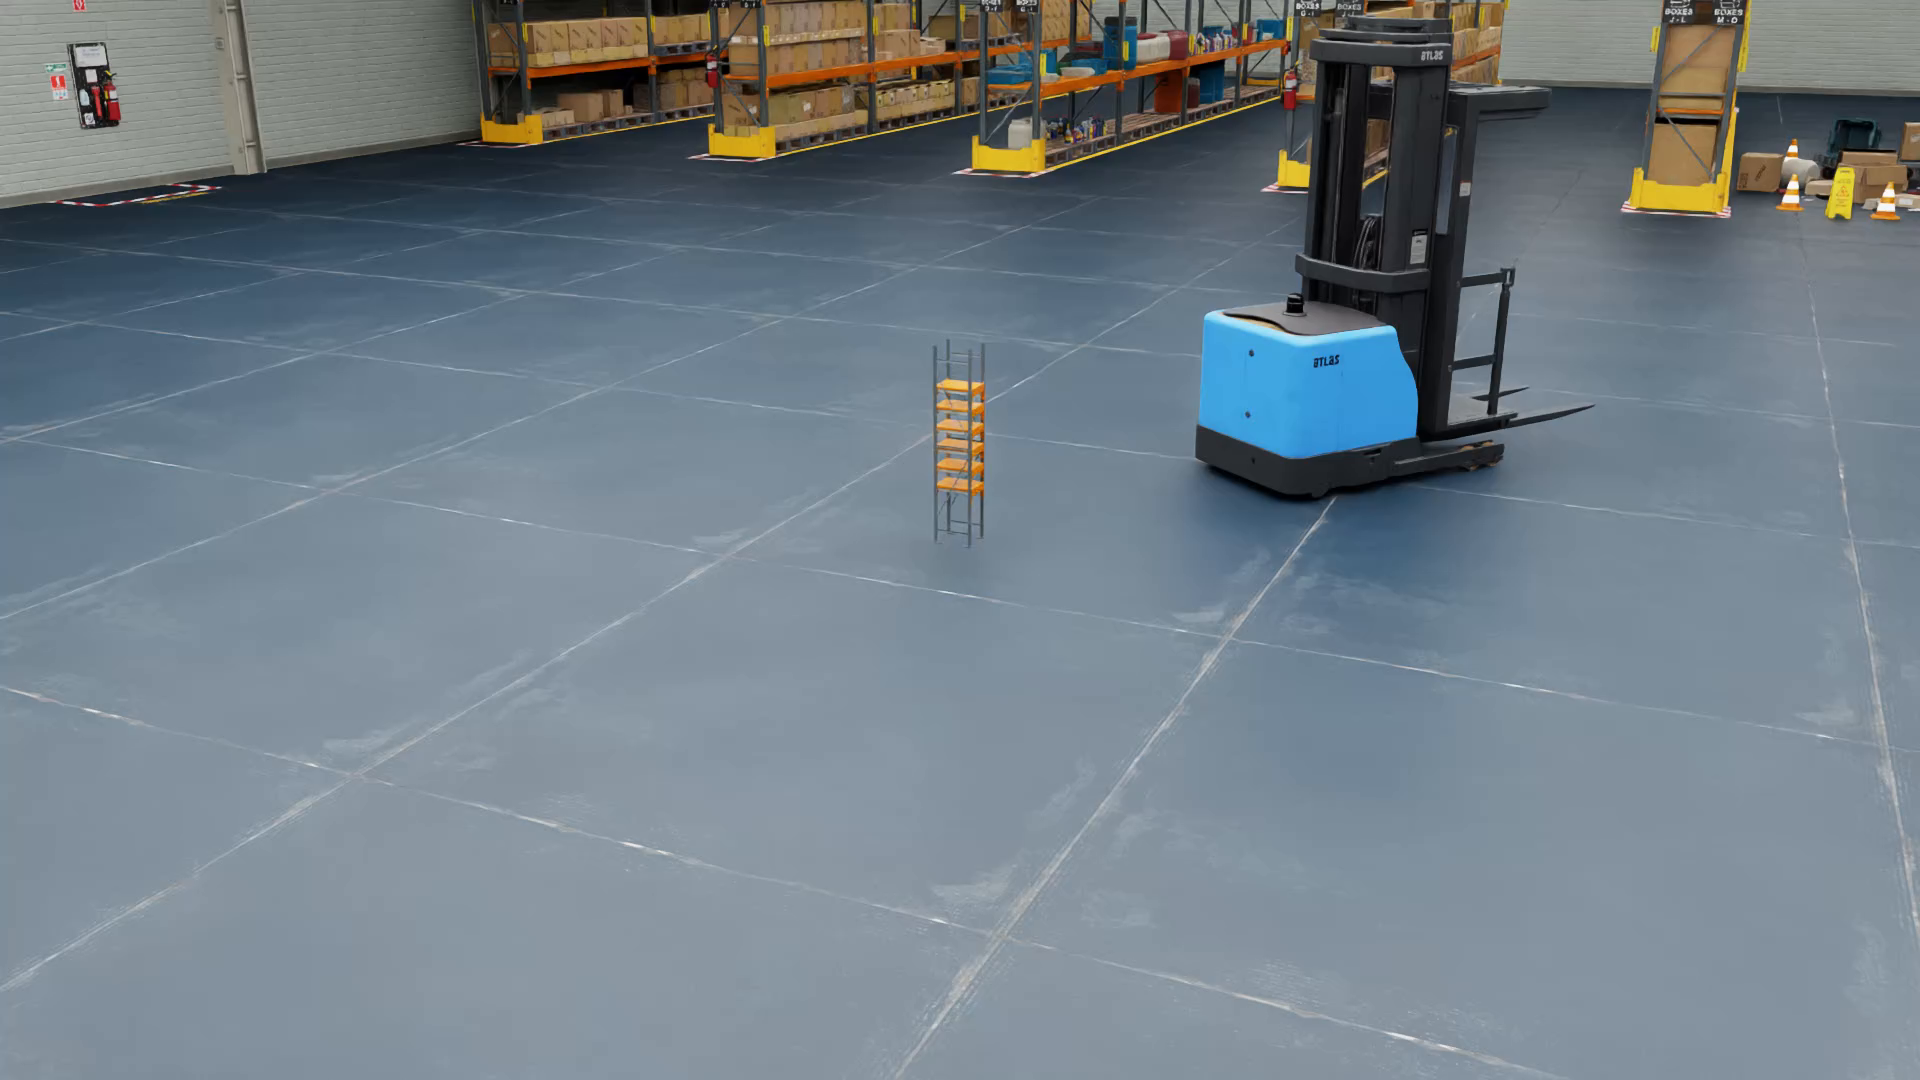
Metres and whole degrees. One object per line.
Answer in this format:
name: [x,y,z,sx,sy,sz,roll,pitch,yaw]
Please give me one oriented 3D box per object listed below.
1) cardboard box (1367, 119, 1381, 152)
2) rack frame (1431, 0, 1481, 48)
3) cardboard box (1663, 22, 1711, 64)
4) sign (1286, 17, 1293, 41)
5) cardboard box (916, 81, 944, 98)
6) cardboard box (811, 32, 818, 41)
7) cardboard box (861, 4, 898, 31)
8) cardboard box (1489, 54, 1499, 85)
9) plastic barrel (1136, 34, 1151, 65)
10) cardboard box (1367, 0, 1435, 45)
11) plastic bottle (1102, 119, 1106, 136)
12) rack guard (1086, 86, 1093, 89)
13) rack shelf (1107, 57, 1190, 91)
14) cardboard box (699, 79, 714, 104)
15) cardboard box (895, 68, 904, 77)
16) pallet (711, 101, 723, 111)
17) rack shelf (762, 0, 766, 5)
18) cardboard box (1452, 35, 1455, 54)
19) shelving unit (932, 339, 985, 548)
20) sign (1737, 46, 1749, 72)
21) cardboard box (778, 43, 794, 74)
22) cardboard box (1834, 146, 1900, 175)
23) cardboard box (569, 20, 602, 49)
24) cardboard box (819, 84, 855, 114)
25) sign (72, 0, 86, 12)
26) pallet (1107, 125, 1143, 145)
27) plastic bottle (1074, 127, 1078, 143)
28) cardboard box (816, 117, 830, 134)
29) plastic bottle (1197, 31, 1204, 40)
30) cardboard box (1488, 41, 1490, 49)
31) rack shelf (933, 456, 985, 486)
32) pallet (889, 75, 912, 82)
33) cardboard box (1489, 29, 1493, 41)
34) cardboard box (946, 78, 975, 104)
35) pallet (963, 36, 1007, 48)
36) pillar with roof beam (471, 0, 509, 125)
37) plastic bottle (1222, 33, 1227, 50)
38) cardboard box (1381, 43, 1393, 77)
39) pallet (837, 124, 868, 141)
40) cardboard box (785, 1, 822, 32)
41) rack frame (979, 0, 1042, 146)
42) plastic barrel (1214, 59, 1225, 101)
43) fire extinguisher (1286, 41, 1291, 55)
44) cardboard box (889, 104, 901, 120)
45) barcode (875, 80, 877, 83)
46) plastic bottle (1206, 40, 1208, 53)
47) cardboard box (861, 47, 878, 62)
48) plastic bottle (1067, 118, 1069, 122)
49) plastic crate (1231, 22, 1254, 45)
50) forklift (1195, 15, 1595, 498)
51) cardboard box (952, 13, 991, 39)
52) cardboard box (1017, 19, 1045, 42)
cardboard box: [6.519,-6.620,27.211,0.500,0.500,0.500,17,26,40]
rack frame: [10.223,-10.339,34.563,1.000,3.000,0.127,9,21,23]
cardboard box: [10.121,-6.827,22.854,0.875,0.550,0.550,9,21,23]
sign: [4.811,-7.447,24.233,0.100,0.325,0.005,9,21,23]
cardboard box: [-0.648,-9.289,34.252,0.500,0.311,0.500,8,21,22]
cardboard box: [-2.740,-8.944,29.523,0.380,0.149,0.250,9,21,23]
cardboard box: [-2.183,-13.361,42.613,0.980,0.700,0.700,8,21,22]
cardboard box: [11.672,-10.552,37.706,0.875,0.875,0.875,9,21,23]
plastic barrel: [3.321,-9.123,30.943,0.433,0.535,0.433,0,20,0]
cardboard box: [7.400,-8.597,28.145,1.000,1.000,1.000,9,21,23]
plastic bottle: [2.533,-7.308,29.438,0.061,0.283,0.133,10,22,25]
rack guard: [2.794,-11.721,42.180,1.175,0.500,0.348,9,21,23]
rack shelf: [3.248,-8.845,31.437,1.077,0.370,4.000,9,21,23]
cardboard box: [-5.714,-9.660,35.728,0.700,0.500,0.500,8,21,22]
cardboard box: [-1.891,-12.393,43.443,0.700,0.500,0.500,9,21,23]
pallet: [-5.293,-9.602,36.654,1.003,0.211,1.213,9,21,23]
rack shelf: [-2.908,-9.716,29.411,1.077,0.370,4.000,9,21,23]
cardboard box: [9.032,-9.274,31.421,0.500,0.500,0.500,9,22,24]
shelving unit: [-0.006,-0.561,9.755,0.258,1.200,0.189,9,21,23]
sign: [10.297,-6.326,21.870,0.100,0.325,0.005,9,21,23]
cardboard box: [-3.313,-8.380,28.906,0.700,0.500,0.500,9,22,24]
cardboard box: [13.135,-5.370,24.114,0.797,0.637,0.503,9,21,23]
cardboard box: [-7.149,-9.572,31.483,0.500,0.500,0.500,9,22,24]
cardboard box: [-2.295,-8.186,30.868,0.500,0.500,0.500,9,21,23]
sign: [-12.348,-7.561,23.293,0.001,0.298,0.199,9,21,23]
pallet: [2.715,-7.504,30.755,1.003,0.211,1.213,9,21,23]
plastic bottle: [1.958,-6.888,28.276,0.097,0.271,0.097,0,20,0]
cardboard box: [-2.689,-7.525,30.128,0.500,0.250,0.500,9,21,23]
plastic bottle: [5.248,-10.920,36.270,0.144,0.351,0.185,9,21,23]
cardboard box: [11.285,-10.742,36.072,0.380,0.149,0.250,8,21,21]
rack shelf: [-0.006,-0.406,9.810,0.258,0.103,0.180,9,21,23]
pallet: [-1.952,-12.031,43.485,1.003,0.211,1.213,9,21,23]
cardboard box: [11.279,-10.976,36.135,0.500,0.250,0.500,9,21,23]
cardboard box: [-0.004,-9.606,35.576,0.500,0.500,0.500,10,22,25]
pallet: [0.341,-10.981,36.656,1.003,0.211,1.213,9,21,23]
pillar with roof beam: [-4.823,-11.278,28.251,9.100,9.000,0.400,9,21,23]
plastic bottle: [5.627,-10.669,35.566,0.144,0.351,0.185,9,21,23]
cardboard box: [6.357,-7.637,26.372,0.875,0.500,0.500,9,21,23]
pallet: [-2.453,-7.702,31.312,1.003,0.211,1.213,9,21,23]
cardboard box: [-2.881,-9.315,29.600,0.700,0.500,0.500,9,21,23]
rack frame: [0.791,-7.350,26.159,1.000,3.000,0.127,9,21,23]
plastic barrel: [5.466,-10.063,36.294,0.600,0.901,0.708,9,21,23]
fire extinguisher: [7.819,-12.013,39.942,0.296,0.674,0.183,9,21,23]
cardboard box: [-1.487,-8.401,32.592,0.500,0.250,0.500,9,22,24]
barcode: [-1.605,-8.756,31.755,0.001,0.075,0.075,9,21,23]
plastic bottle: [5.084,-10.208,34.386,0.097,0.271,0.097,0,20,0]
cardboard box: [-1.927,-9.339,31.977,0.500,0.250,0.500,10,22,26]
plastic bottle: [1.888,-7.346,29.545,0.061,0.283,0.133,9,21,23]
plastic crate: [6.299,-11.315,37.124,0.402,0.464,0.583,9,21,23]
forklift: [3.136,-1.994,11.202,3.031,2.935,1.130,-11,22,-28]
cardboard box: [0.253,-11.183,36.160,0.700,0.500,0.500,13,23,33]
cardboard box: [1.644,-11.865,38.705,0.500,0.500,0.500,9,22,24]
